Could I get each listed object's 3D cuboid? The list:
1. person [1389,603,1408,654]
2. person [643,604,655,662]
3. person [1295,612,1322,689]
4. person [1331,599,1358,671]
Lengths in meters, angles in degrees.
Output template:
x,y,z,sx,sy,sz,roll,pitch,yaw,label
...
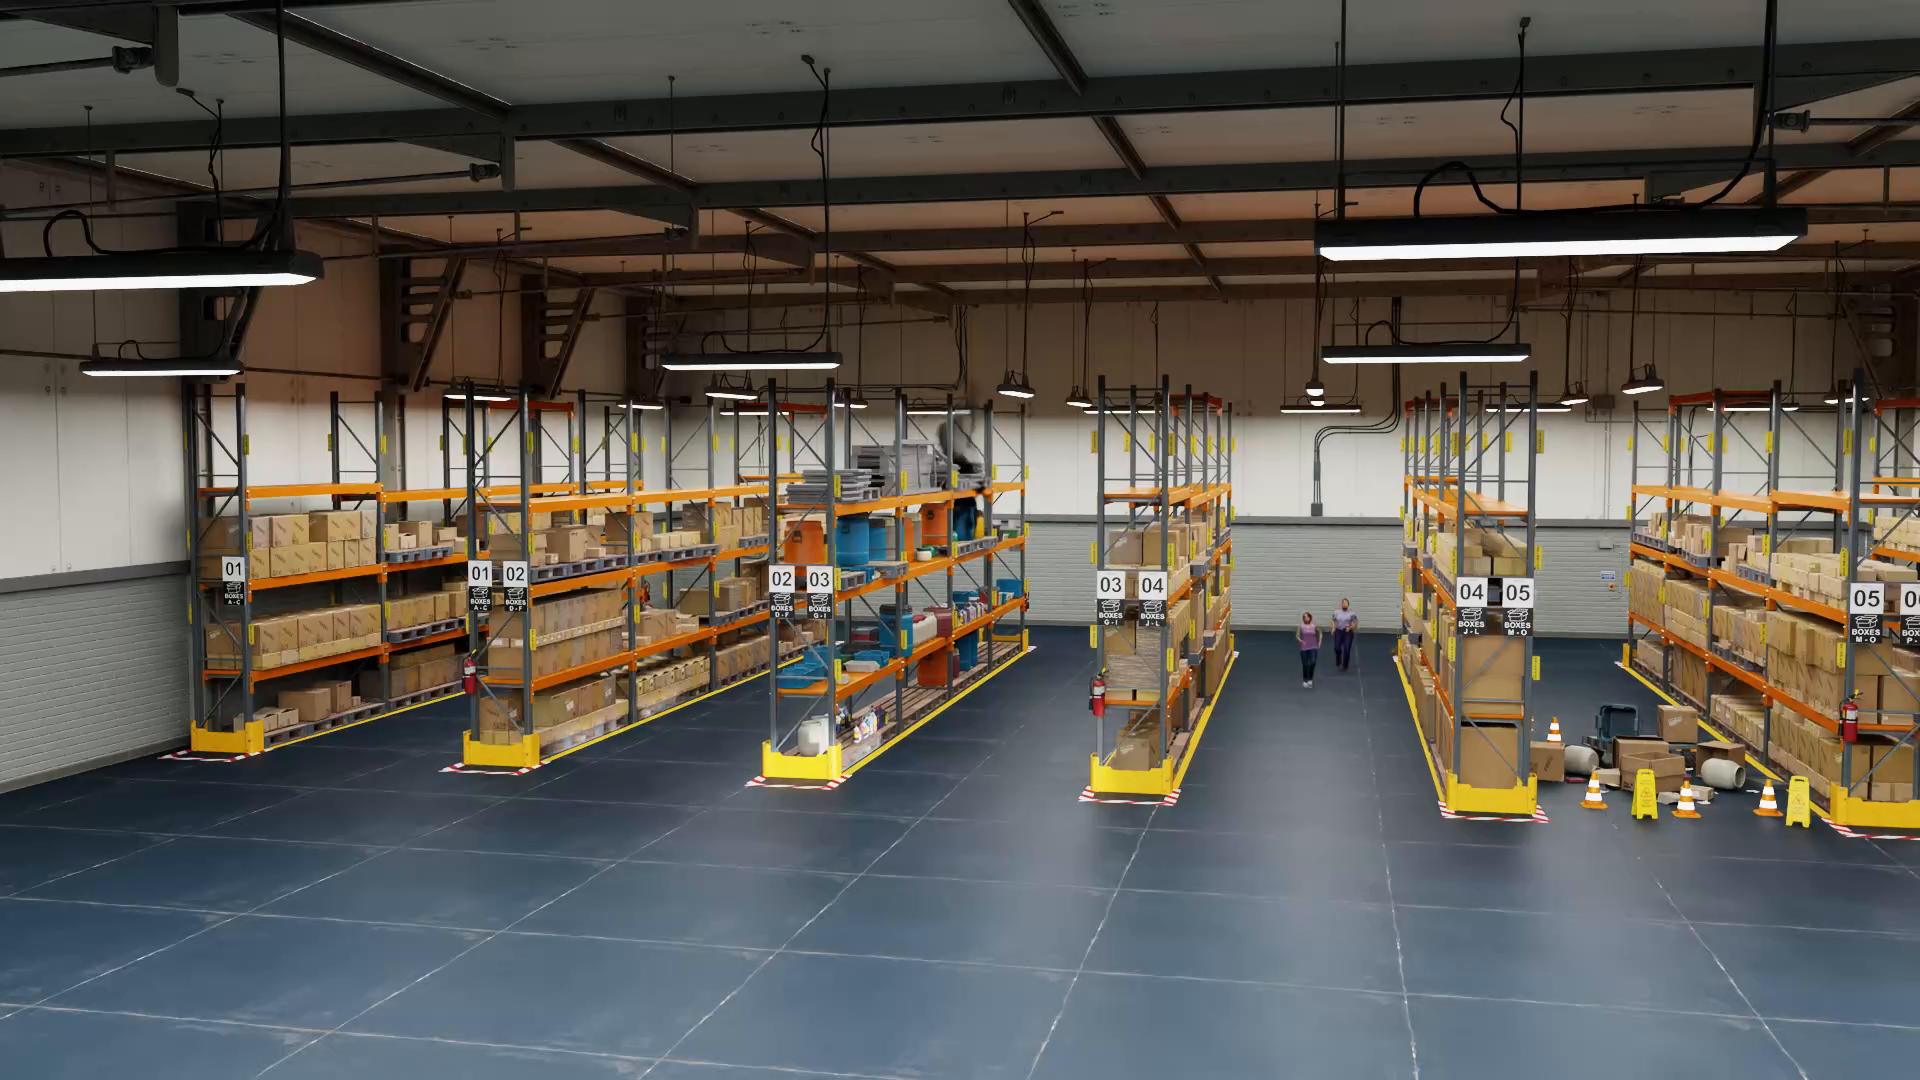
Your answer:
x,y,z,sx,sy,sz,roll,pitch,yaw,label
10.703,1.852,39.857,0.971,1.737,0.680,-1,3,-14,person
-6.578,2.164,35.110,0.553,1.628,0.564,0,3,6,person
7.161,2.260,34.150,0.546,1.564,0.635,1,3,12,person
8.497,2.105,36.812,0.608,1.605,0.538,1,3,19,person
